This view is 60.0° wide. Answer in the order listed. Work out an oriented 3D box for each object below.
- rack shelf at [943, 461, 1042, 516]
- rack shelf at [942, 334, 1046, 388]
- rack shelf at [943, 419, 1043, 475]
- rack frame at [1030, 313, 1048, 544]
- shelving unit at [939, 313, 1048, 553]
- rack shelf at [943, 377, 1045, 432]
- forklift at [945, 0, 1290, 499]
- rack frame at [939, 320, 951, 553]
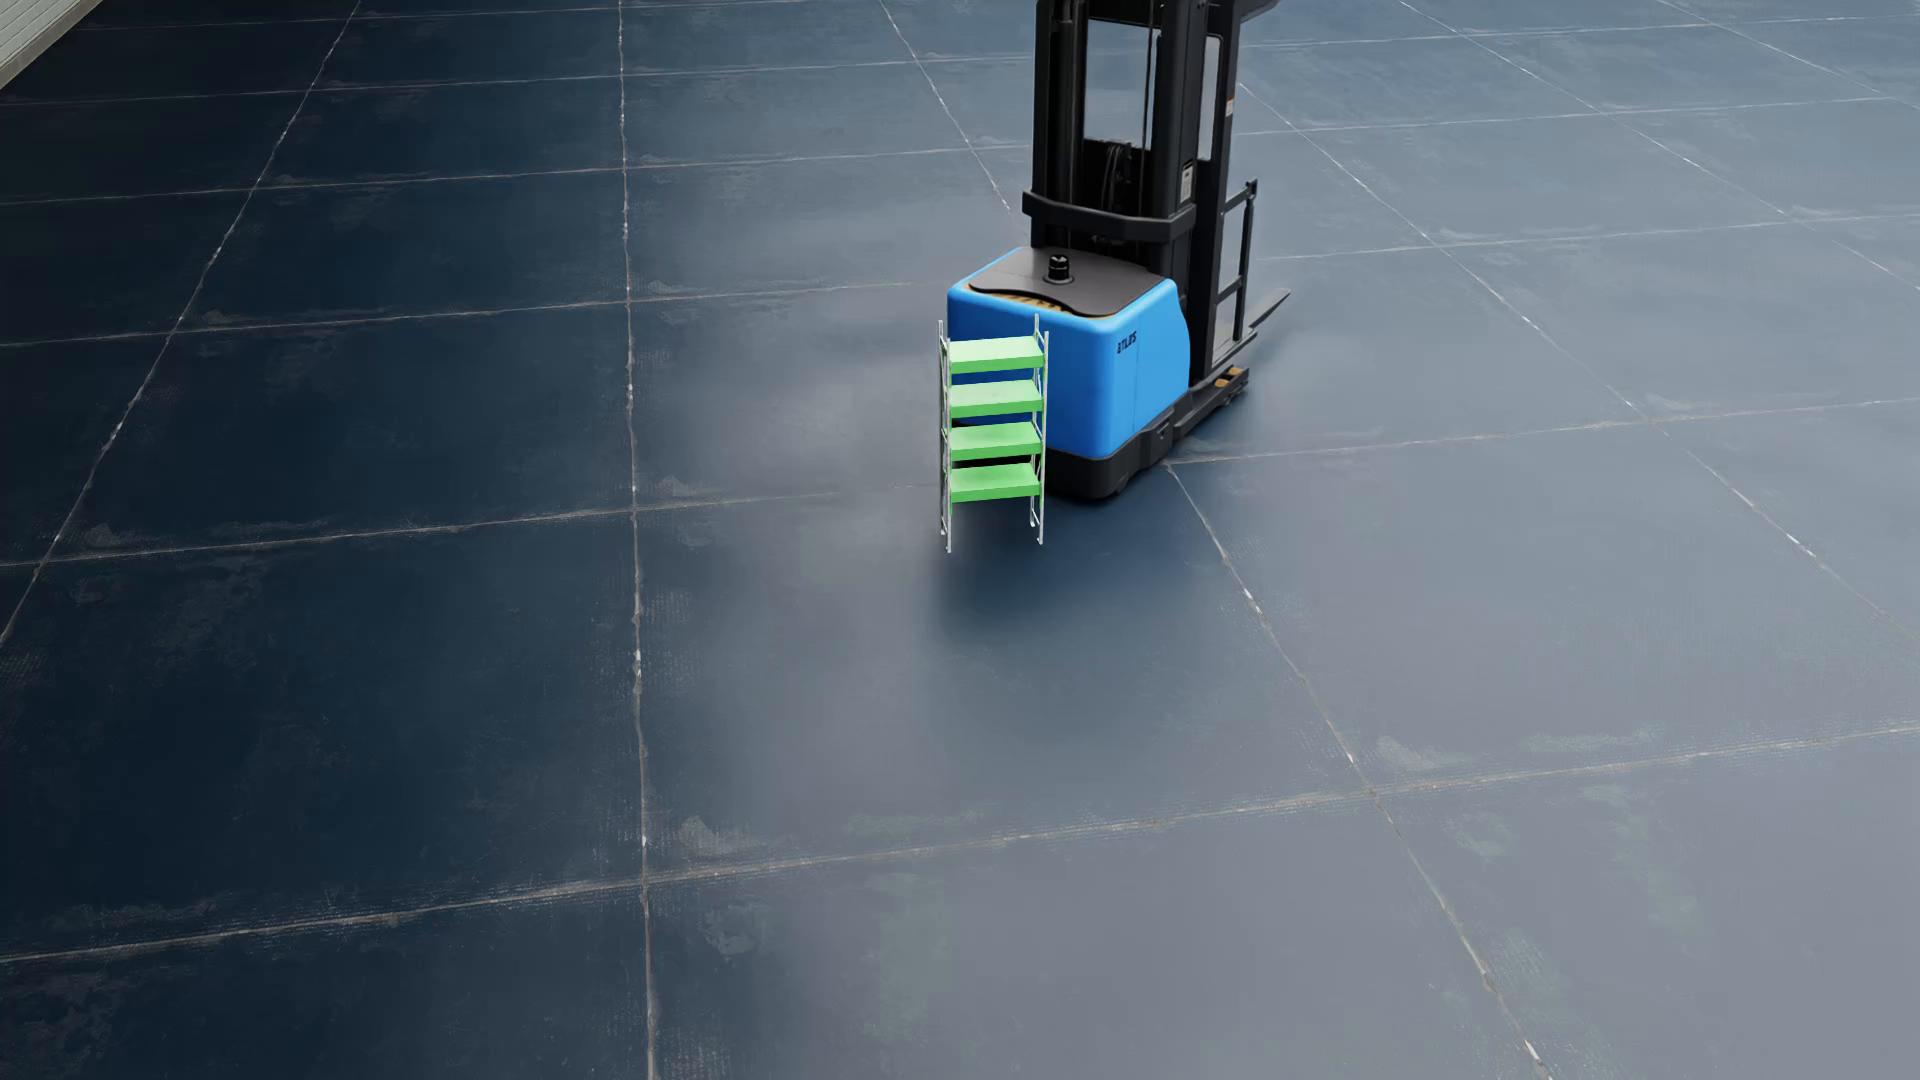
[{"bbox_3d":[0.163,-0.270,8.626,0.480,0.148,0.258,-5,31,-9],"label":"rack shelf"},{"bbox_3d":[0.163,-0.891,8.261,0.480,0.148,0.258,-5,31,-9],"label":"rack shelf"},{"bbox_3d":[0.163,-0.477,8.504,0.480,0.148,0.258,-5,31,-9],"label":"rack shelf"},{"bbox_3d":[0.403,-0.555,8.509,0.015,1.200,0.240,-5,31,-9],"label":"rack frame"},{"bbox_3d":[0.163,-0.532,8.472,0.503,1.200,0.258,-5,31,-9],"label":"shelving unit"},{"bbox_3d":[0.163,-0.684,8.382,0.480,0.148,0.258,-5,31,-9],"label":"rack shelf"},{"bbox_3d":[1.128,-2.194,9.590,1.130,2.935,3.031,18,35,27],"label":"forklift"},{"bbox_3d":[-0.077,-0.510,8.434,0.015,1.200,0.240,-5,31,-9],"label":"rack frame"}]
